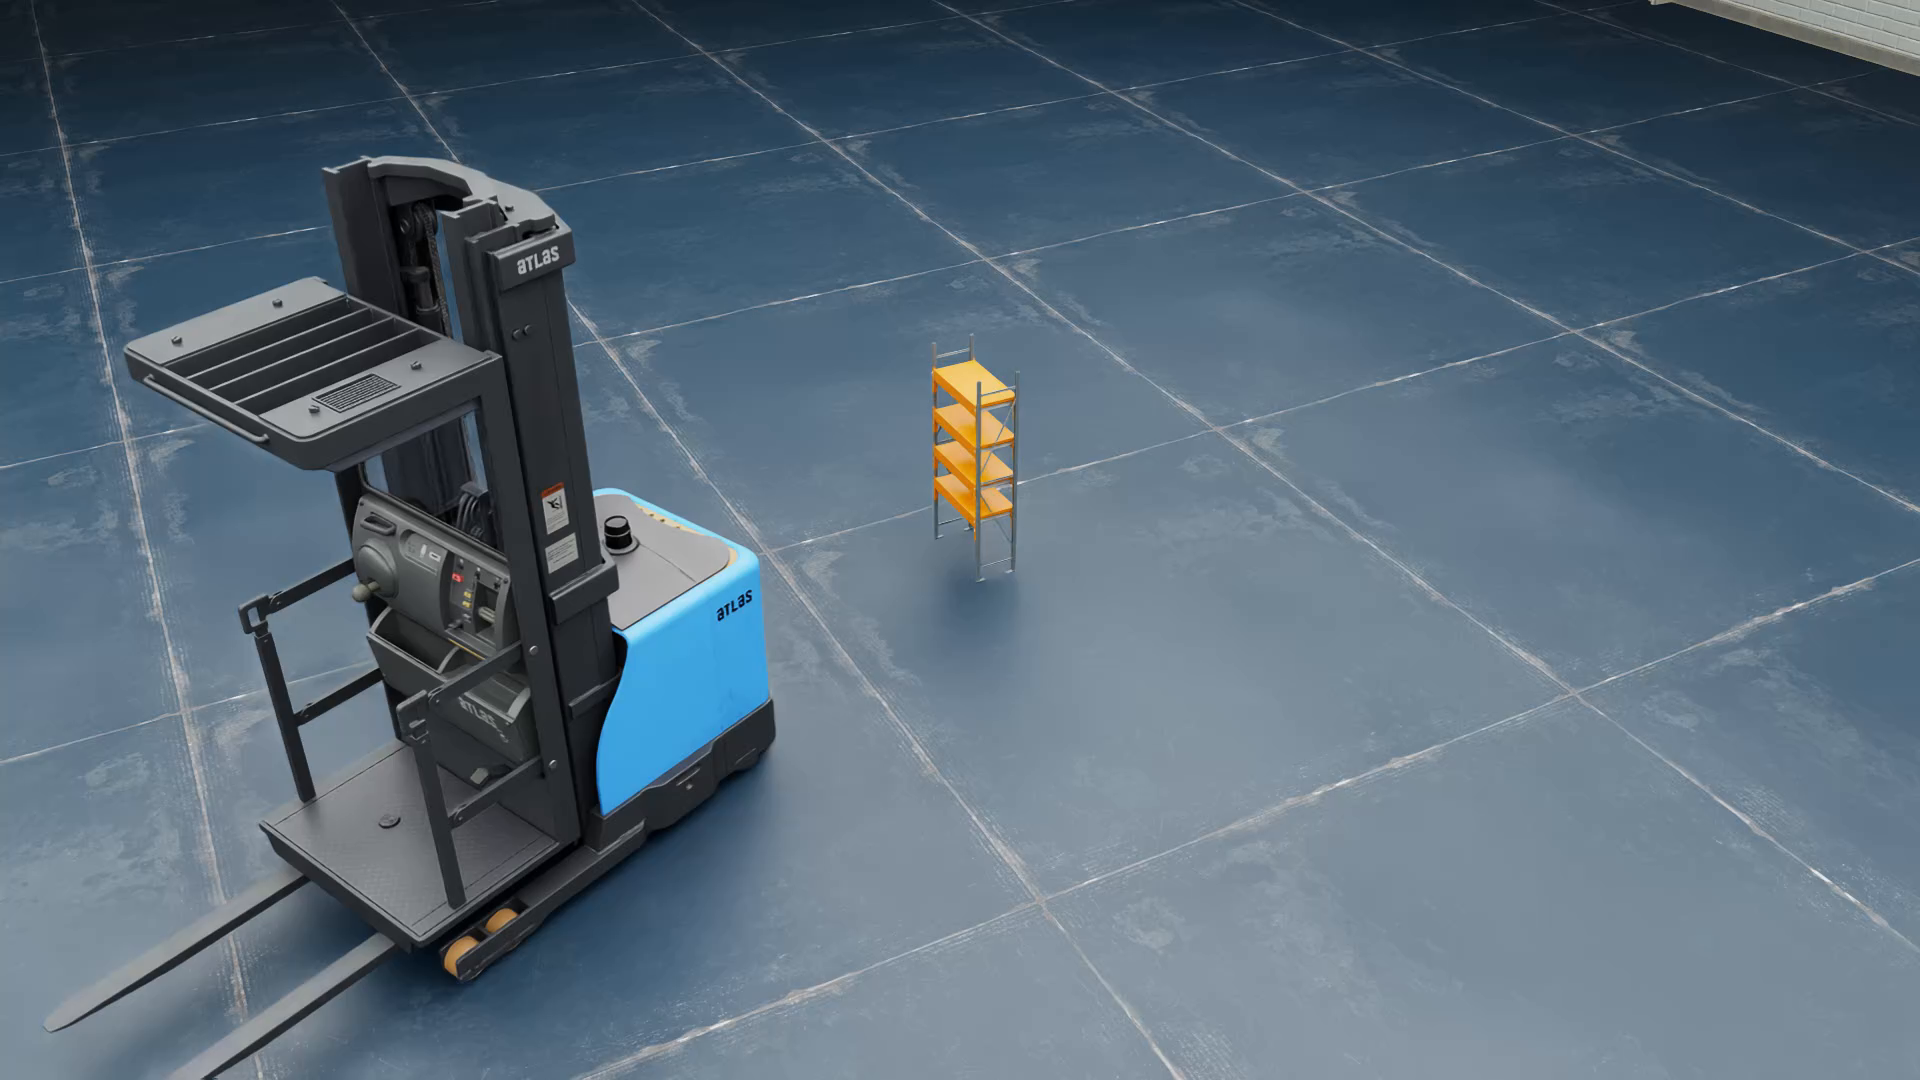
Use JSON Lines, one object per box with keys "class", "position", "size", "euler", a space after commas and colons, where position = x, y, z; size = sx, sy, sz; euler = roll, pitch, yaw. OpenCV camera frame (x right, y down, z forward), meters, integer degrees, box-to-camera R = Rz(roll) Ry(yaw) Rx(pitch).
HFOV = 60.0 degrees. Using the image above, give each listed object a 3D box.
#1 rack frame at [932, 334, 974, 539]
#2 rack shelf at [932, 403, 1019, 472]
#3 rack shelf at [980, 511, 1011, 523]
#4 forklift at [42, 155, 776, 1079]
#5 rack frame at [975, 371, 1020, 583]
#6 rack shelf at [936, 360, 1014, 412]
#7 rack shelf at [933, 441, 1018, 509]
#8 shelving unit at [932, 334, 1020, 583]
{"class": "rack frame", "position": [-0.037, -0.543, 8.985], "size": [0.240, 1.200, 0.015], "euler": [-16, 36, -23]}
{"class": "rack shelf", "position": [0.077, -0.558, 8.719], "size": [0.258, 0.148, 0.480], "euler": [-16, 36, -23]}
{"class": "rack shelf", "position": [0.077, -0.226, 8.931], "size": [0.199, 0.029, 0.442], "euler": [-16, 36, -23]}
{"class": "forklift", "position": [-2.158, 0.193, 6.232], "size": [1.130, 2.935, 3.031], "euler": [23, 39, 31]}
{"class": "rack frame", "position": [0.191, -0.310, 8.621], "size": [0.240, 1.200, 0.015], "euler": [-16, 36, -23]}
{"class": "rack shelf", "position": [0.077, -0.790, 8.570], "size": [0.221, 0.050, 0.457], "euler": [-16, 36, -23]}
{"class": "rack shelf", "position": [0.077, -0.370, 8.839], "size": [0.258, 0.148, 0.480], "euler": [-16, 36, -23]}
{"class": "shelving unit", "position": [0.077, -0.426, 8.803], "size": [0.258, 1.200, 0.503], "euler": [-16, 36, -23]}
